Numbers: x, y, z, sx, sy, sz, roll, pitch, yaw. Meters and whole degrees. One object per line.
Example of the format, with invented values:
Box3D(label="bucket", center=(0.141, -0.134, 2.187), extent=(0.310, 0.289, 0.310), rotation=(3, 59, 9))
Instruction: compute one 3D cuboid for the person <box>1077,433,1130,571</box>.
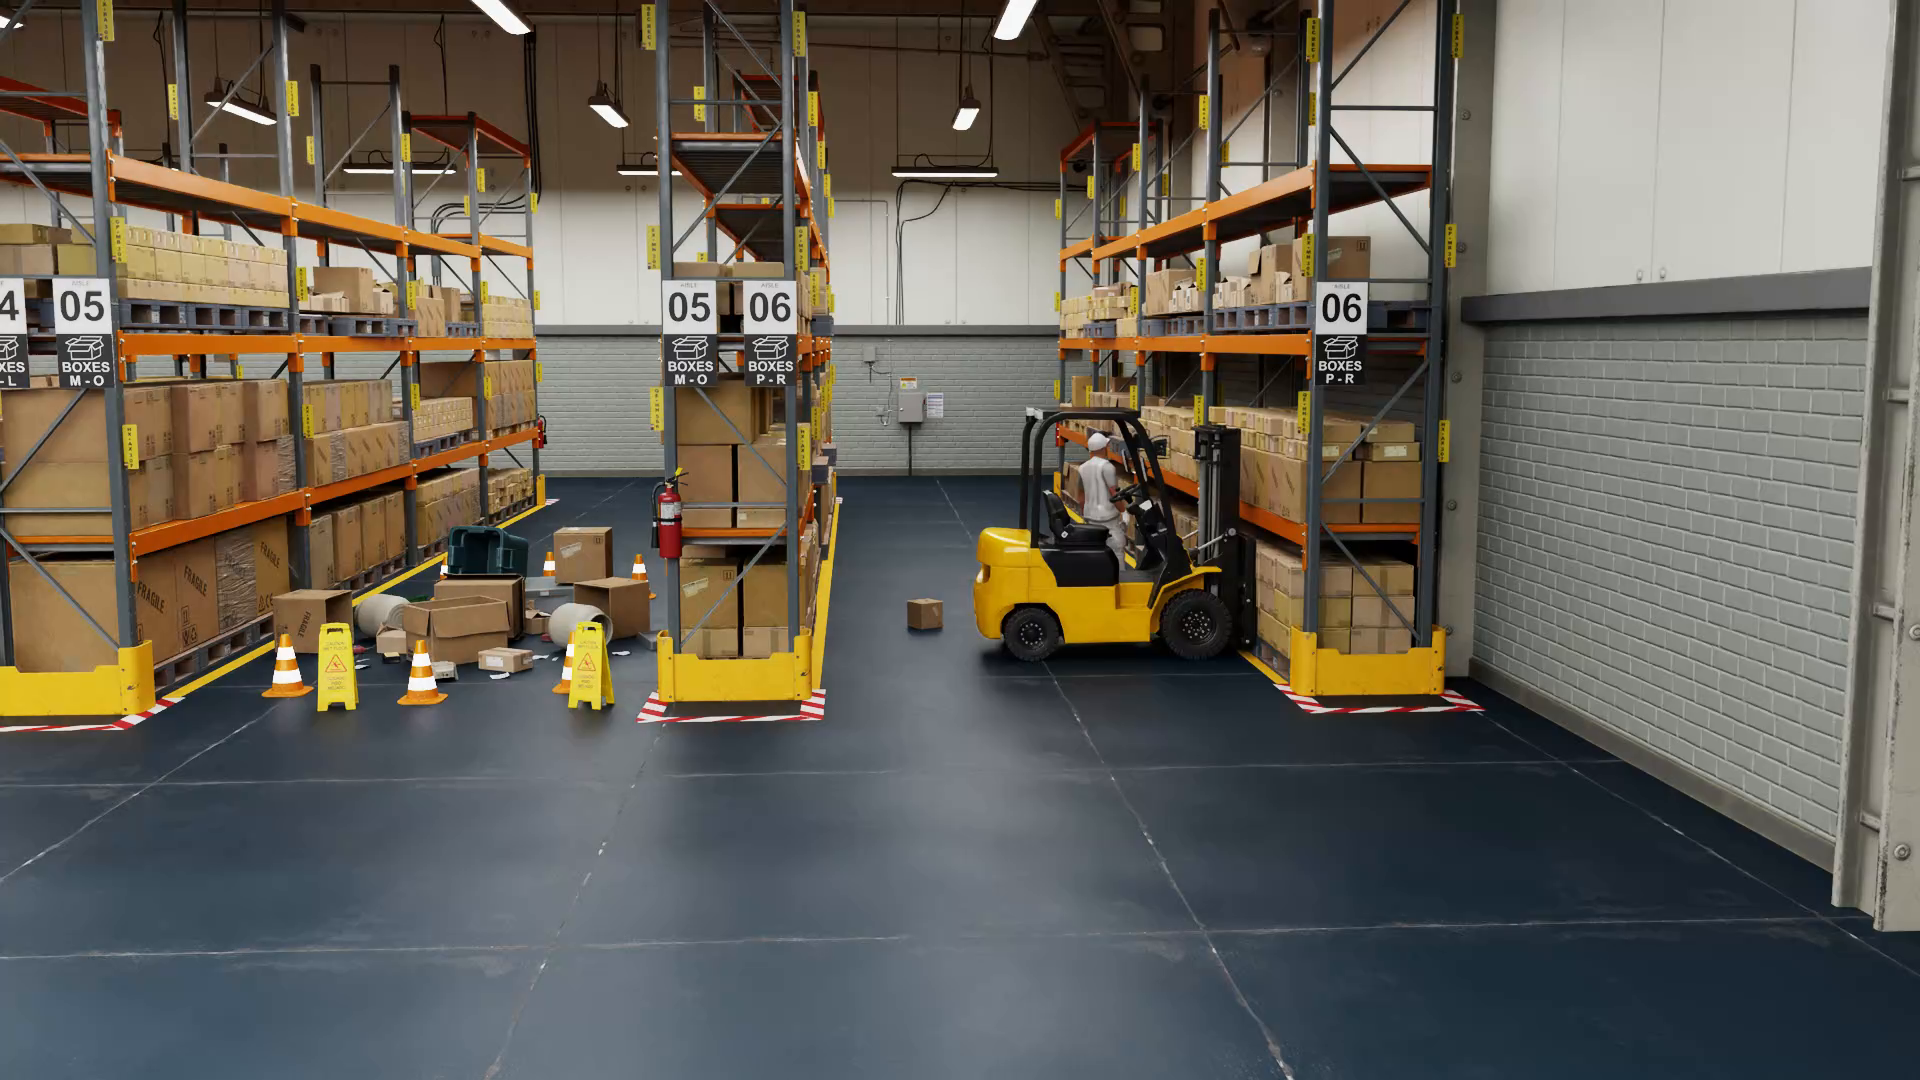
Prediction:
Box3D(label="person", center=(1.572, -0.235, 17.533), extent=(0.562, 1.787, 0.637), rotation=(-6, 9, -40))
